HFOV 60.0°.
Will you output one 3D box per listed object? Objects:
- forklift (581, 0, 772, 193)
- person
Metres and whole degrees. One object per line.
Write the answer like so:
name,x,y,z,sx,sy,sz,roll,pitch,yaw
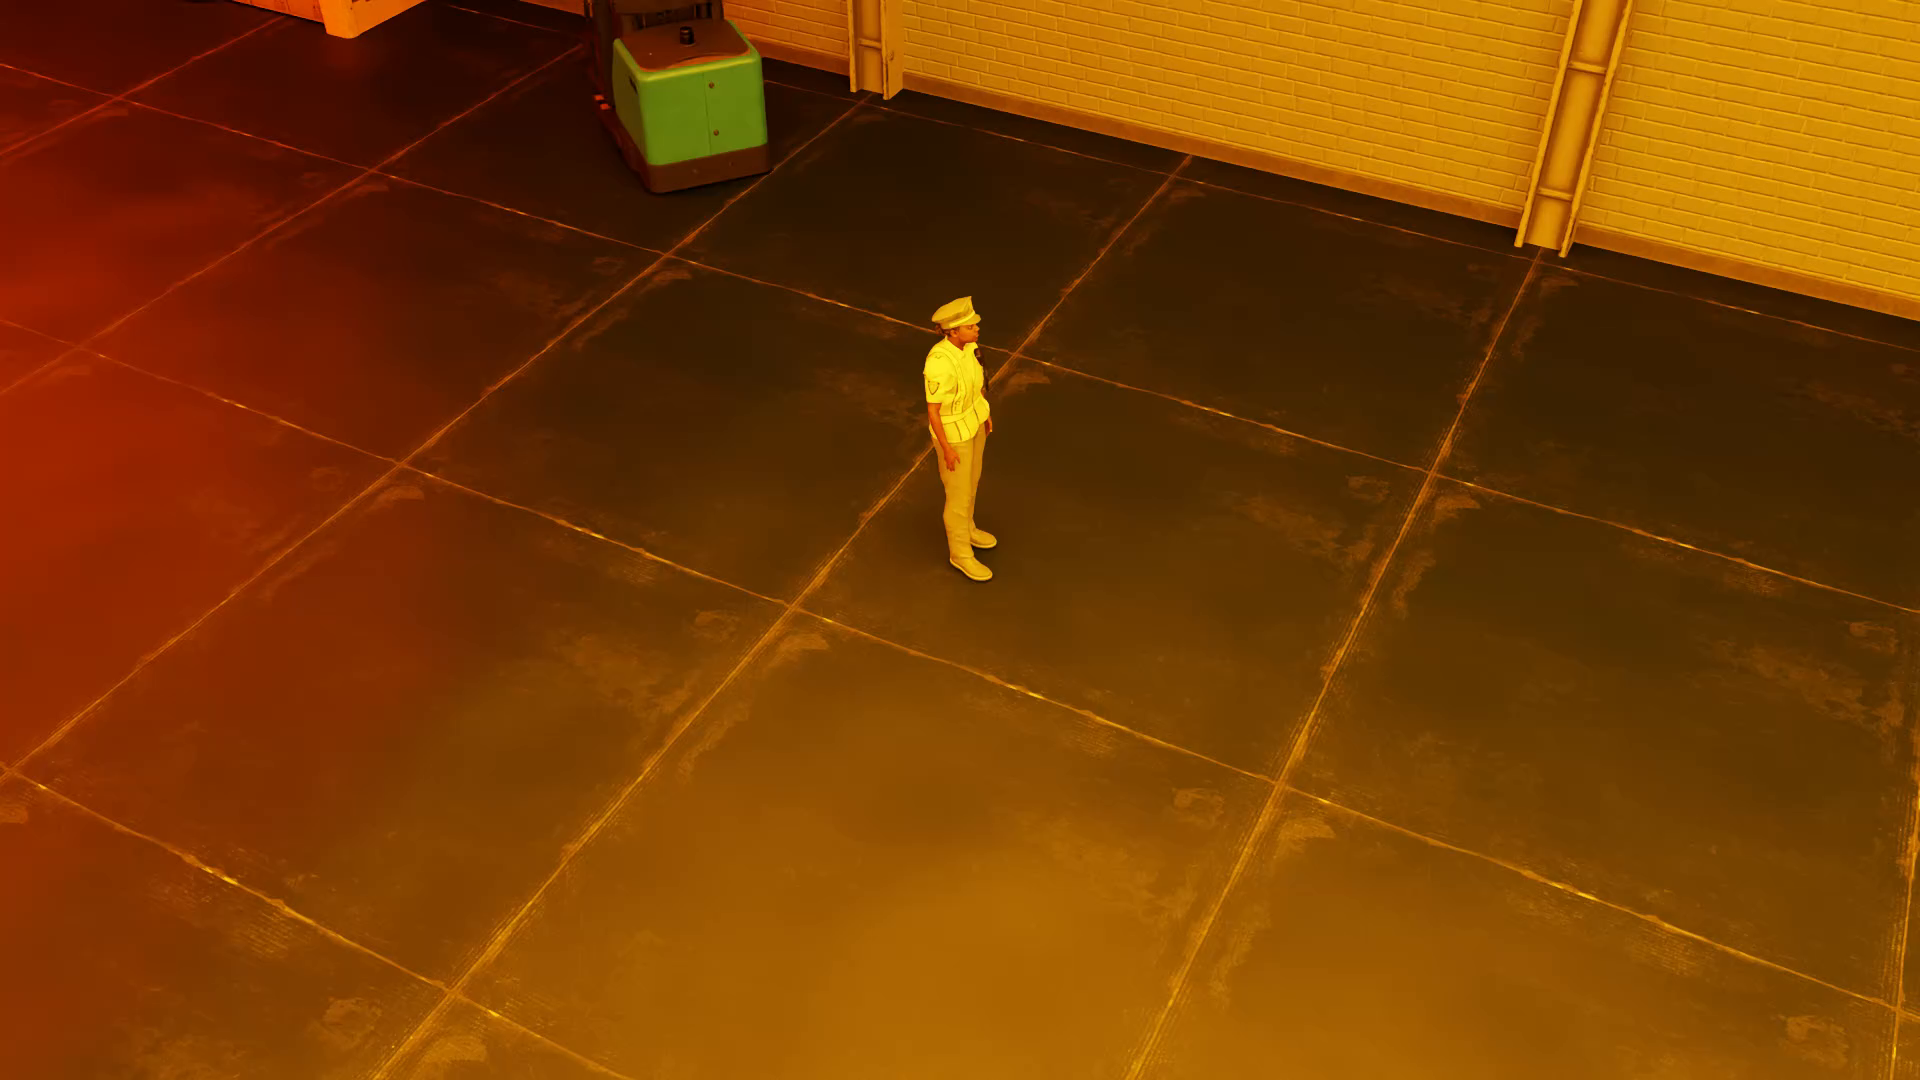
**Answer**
forklift,-2.619,-4.886,13.788,1.130,2.935,3.031,-16,43,-18
person,0.057,-0.620,9.671,0.530,1.695,0.569,18,43,21
